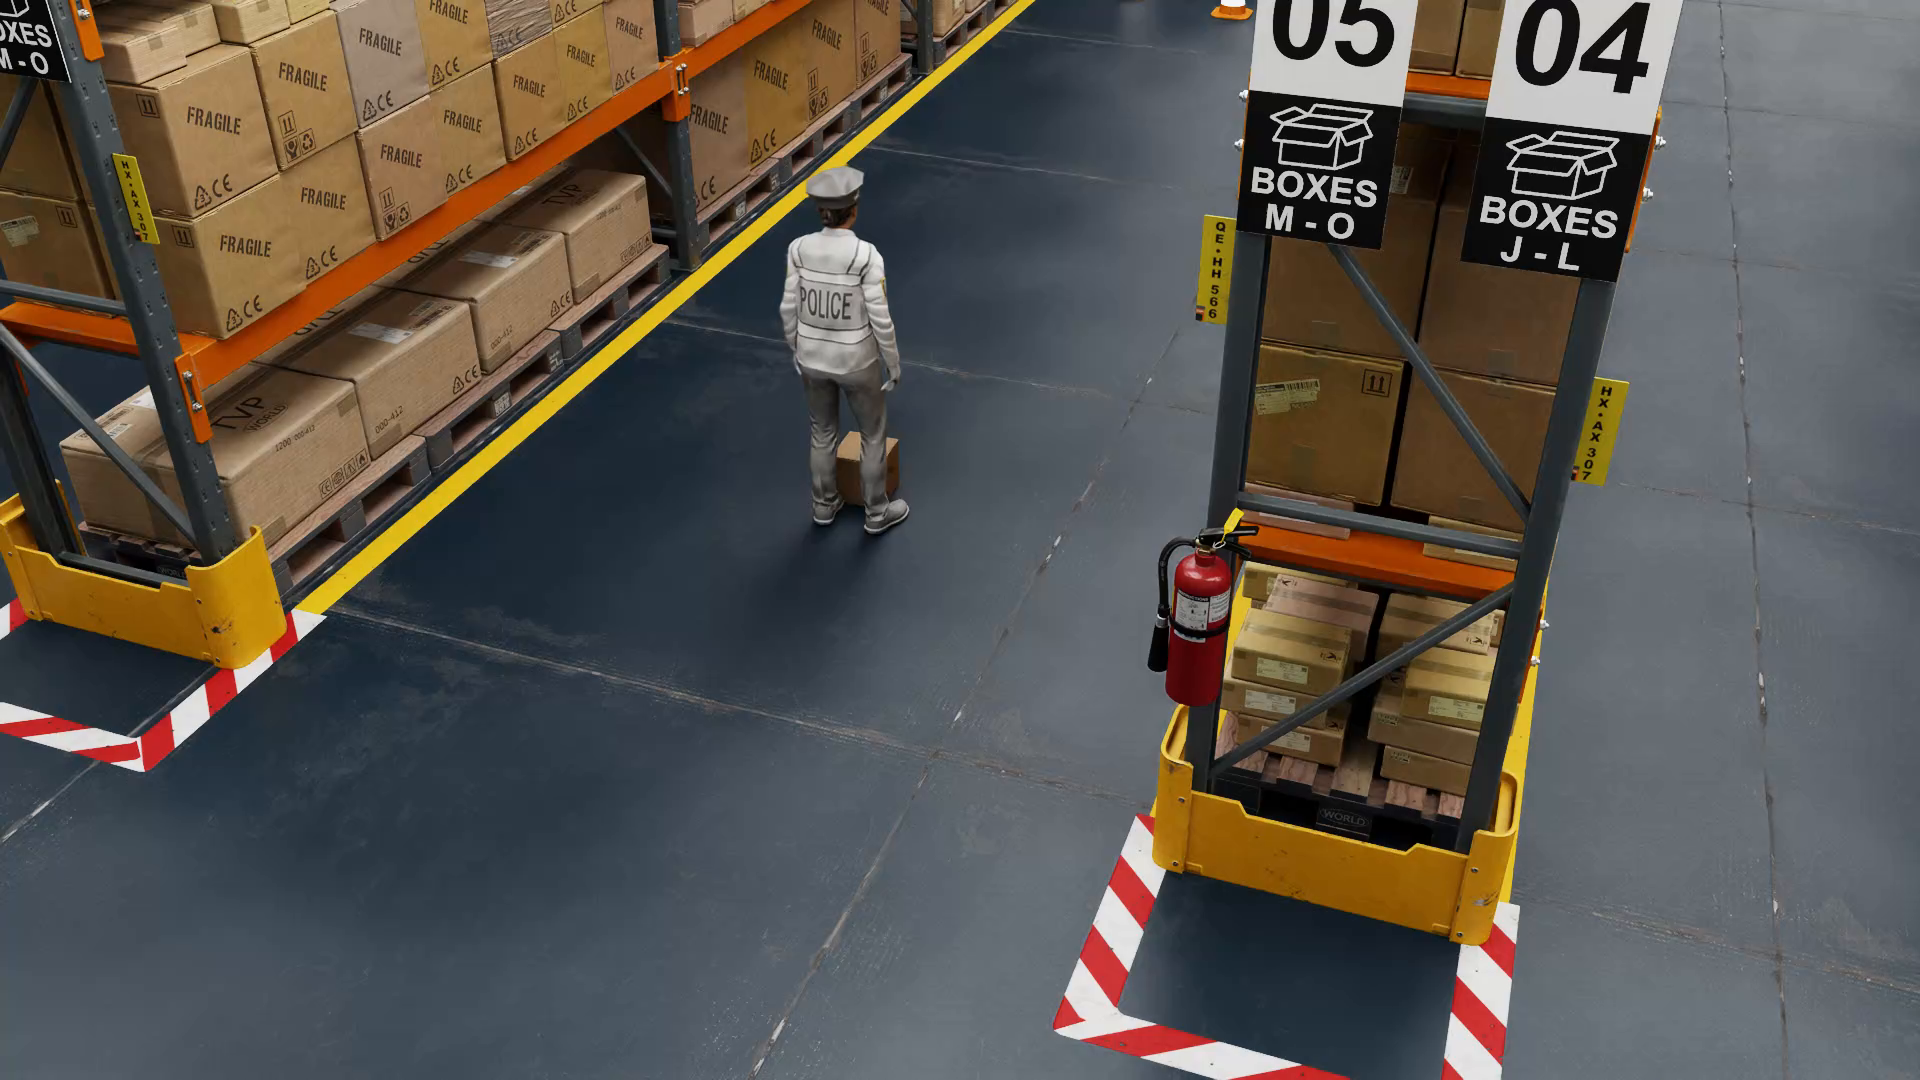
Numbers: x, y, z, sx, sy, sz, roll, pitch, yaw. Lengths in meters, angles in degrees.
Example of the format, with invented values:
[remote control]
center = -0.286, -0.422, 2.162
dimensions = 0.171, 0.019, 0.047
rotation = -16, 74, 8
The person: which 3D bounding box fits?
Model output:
[person]
center = -0.520, -0.796, 7.342
dimensions = 0.529, 1.664, 0.371
rotation = 11, 35, 17
